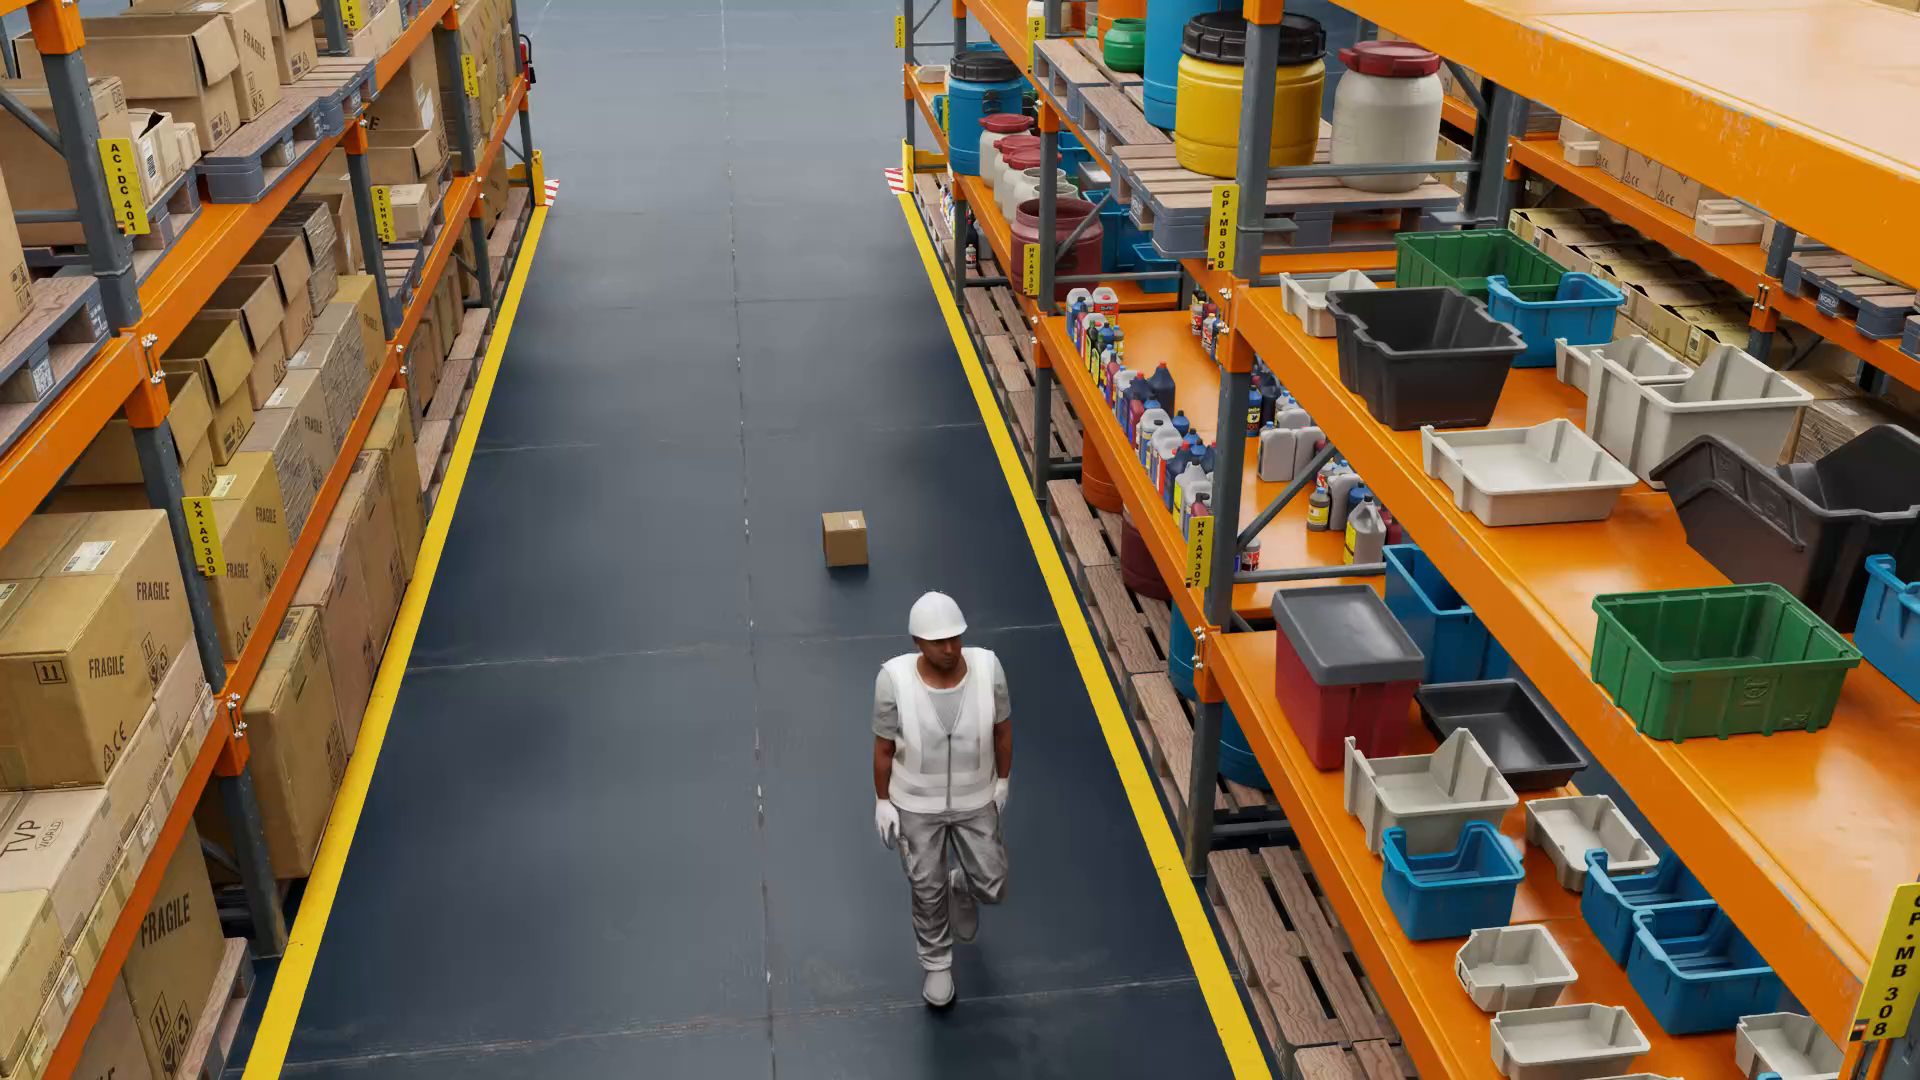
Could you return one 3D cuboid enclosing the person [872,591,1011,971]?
[{"bbox_3d":[-0.067,0.970,6.561,0.560,1.712,0.481,-5,27,-9],"label":"person"}]
